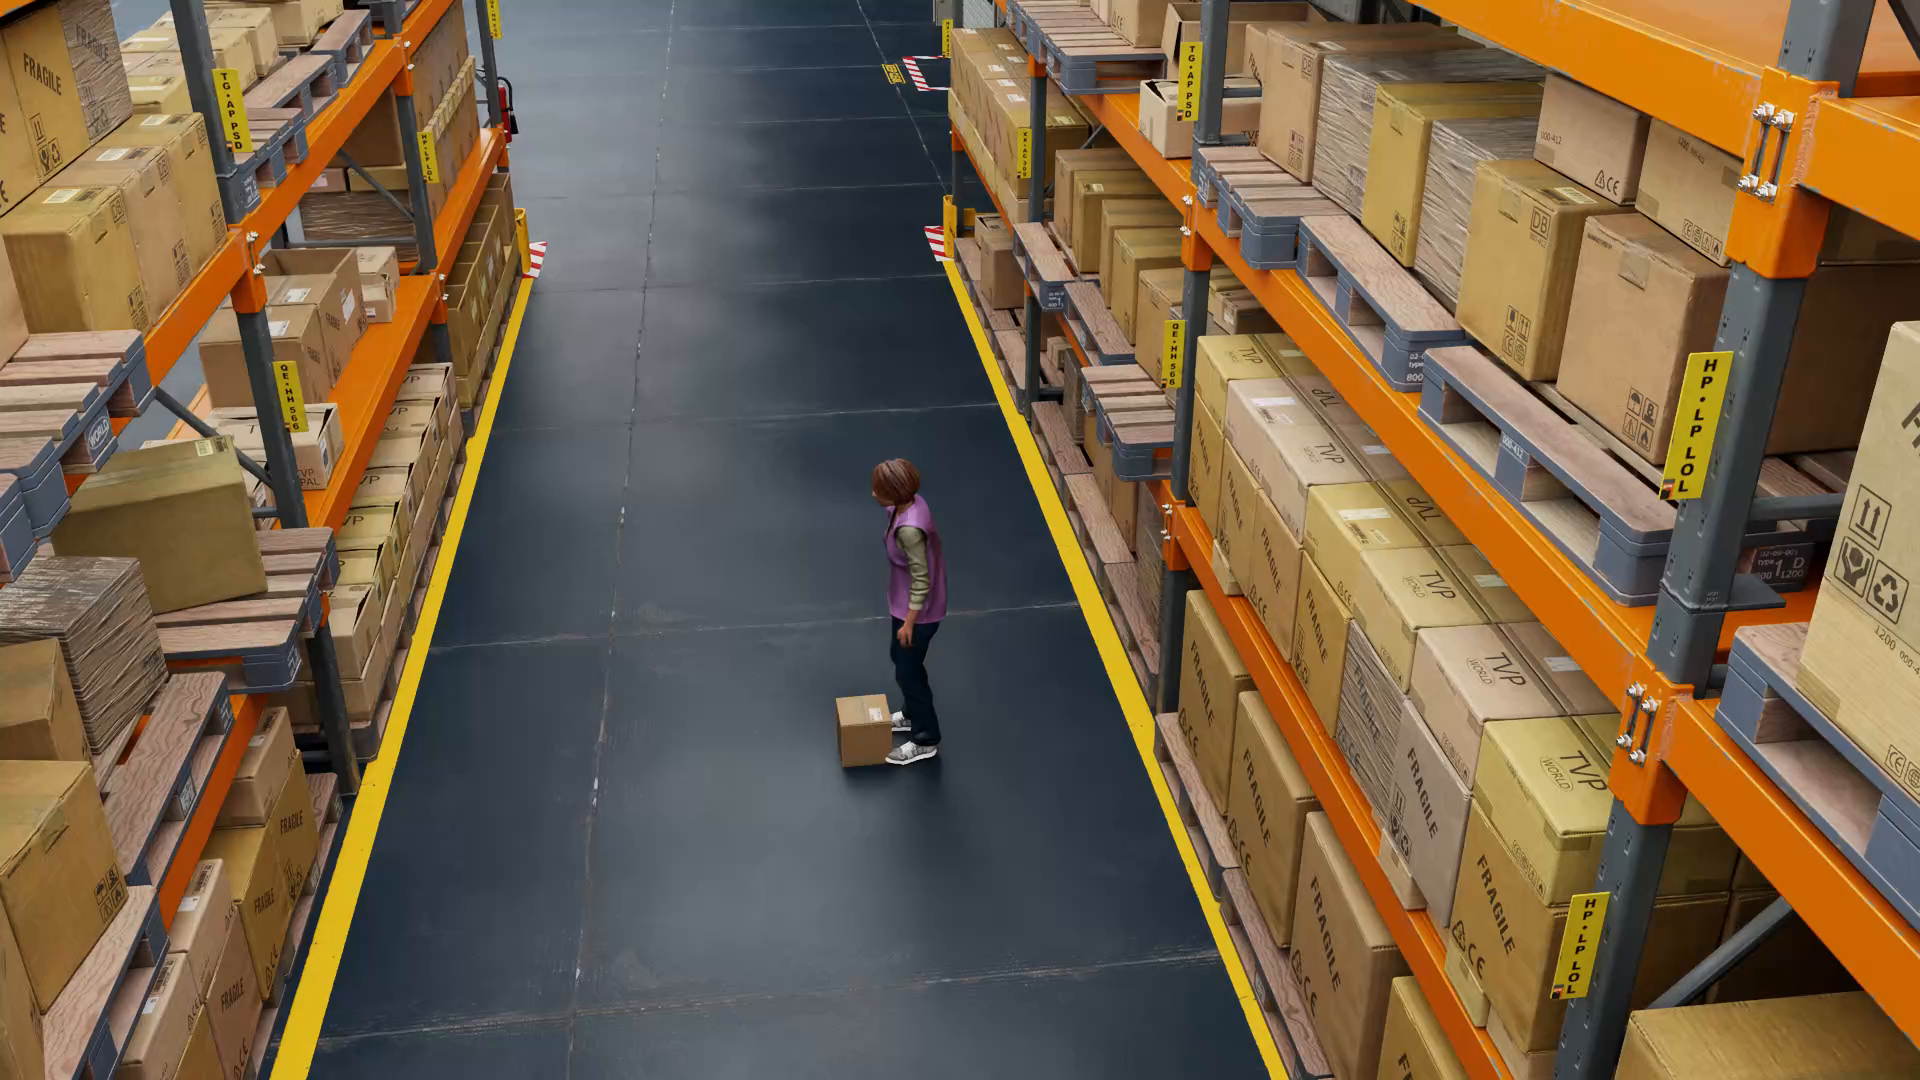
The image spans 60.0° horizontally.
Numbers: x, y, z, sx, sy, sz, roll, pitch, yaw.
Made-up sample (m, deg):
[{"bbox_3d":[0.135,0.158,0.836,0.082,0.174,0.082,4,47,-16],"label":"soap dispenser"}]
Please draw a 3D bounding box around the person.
[{"bbox_3d":[-0.241,0.331,7.996,0.340,1.593,0.463,-4,28,-7],"label":"person"}]
